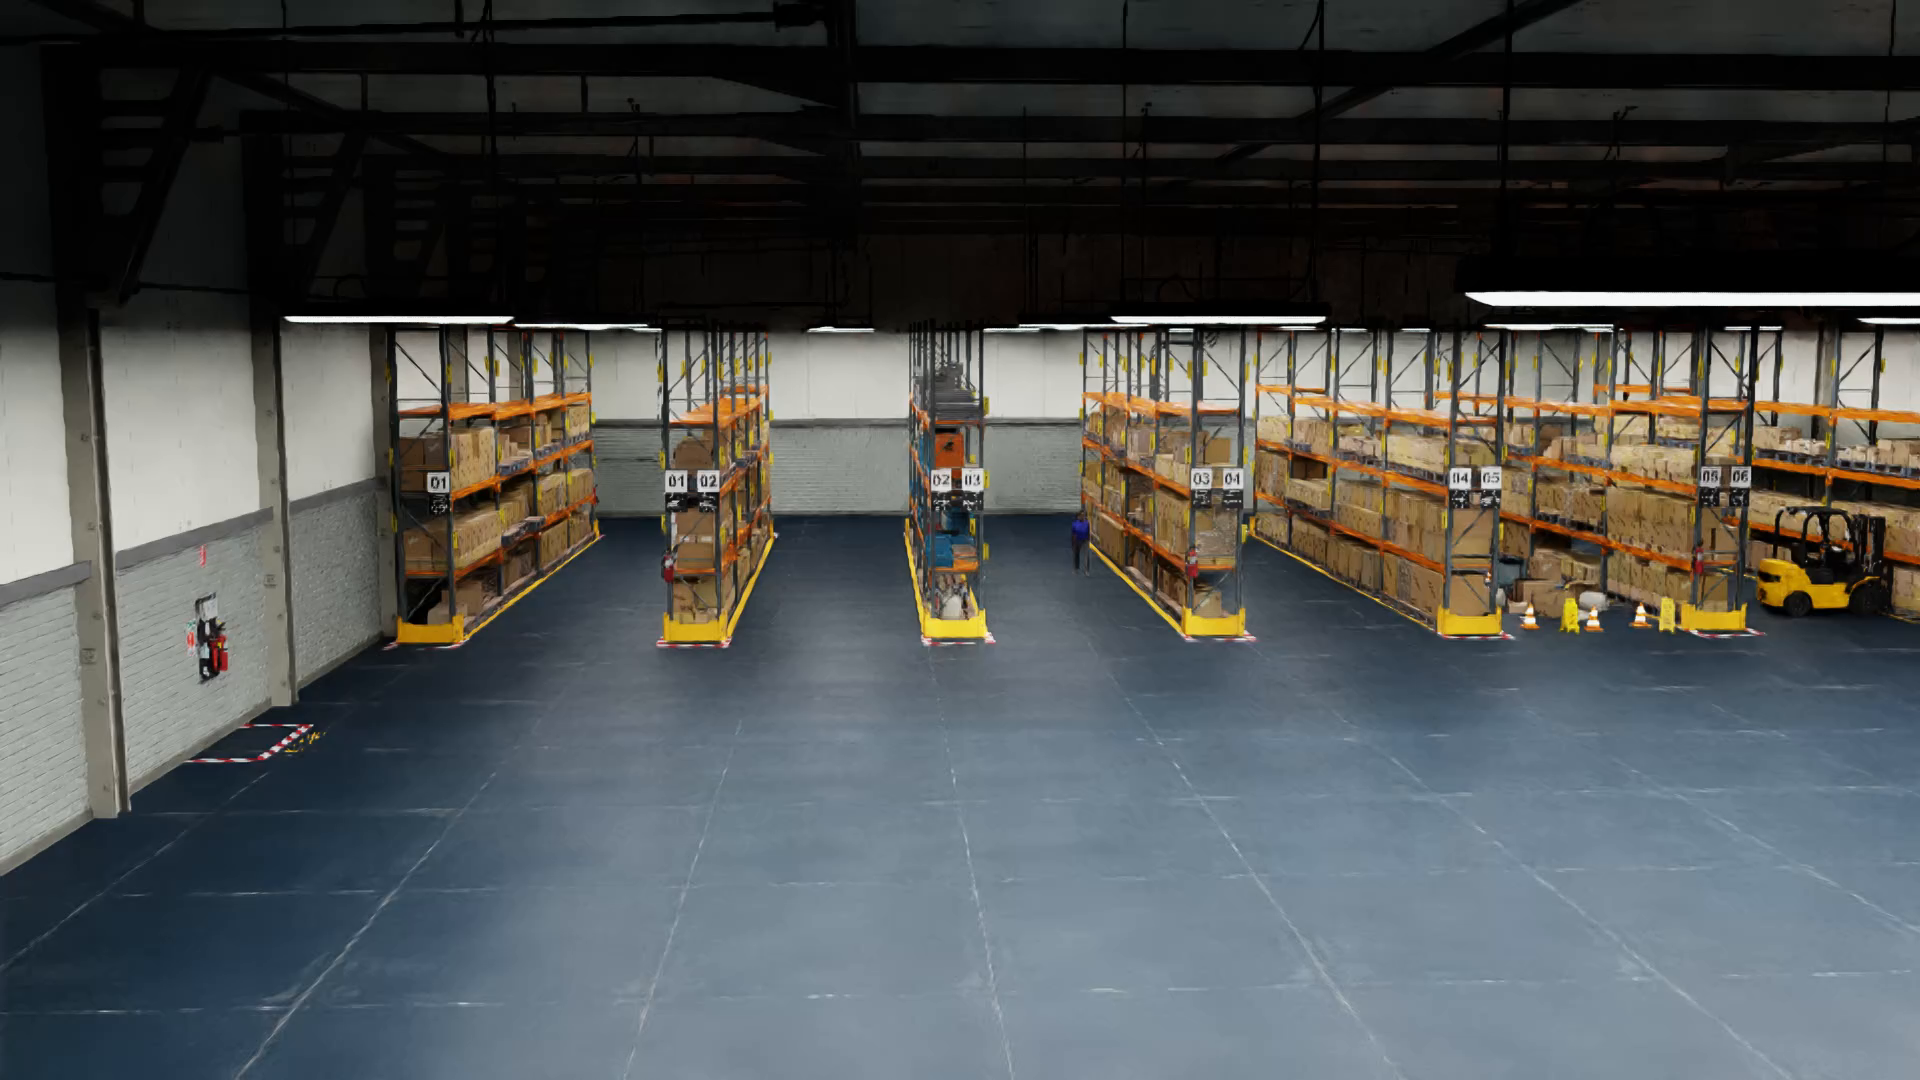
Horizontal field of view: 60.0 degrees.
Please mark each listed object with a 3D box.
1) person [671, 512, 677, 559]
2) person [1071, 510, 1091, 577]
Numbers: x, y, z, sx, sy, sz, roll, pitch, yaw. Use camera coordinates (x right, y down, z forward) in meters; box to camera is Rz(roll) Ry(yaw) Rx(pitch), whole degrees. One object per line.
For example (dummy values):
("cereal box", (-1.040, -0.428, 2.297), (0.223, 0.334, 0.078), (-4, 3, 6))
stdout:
("person", (-7.258, -0.414, 42.366), (0.443, 1.787, 0.600), (-5, 9, -34))
("person", (2.862, 0.053, 39.483), (0.447, 1.574, 1.088), (0, 7, -1))
